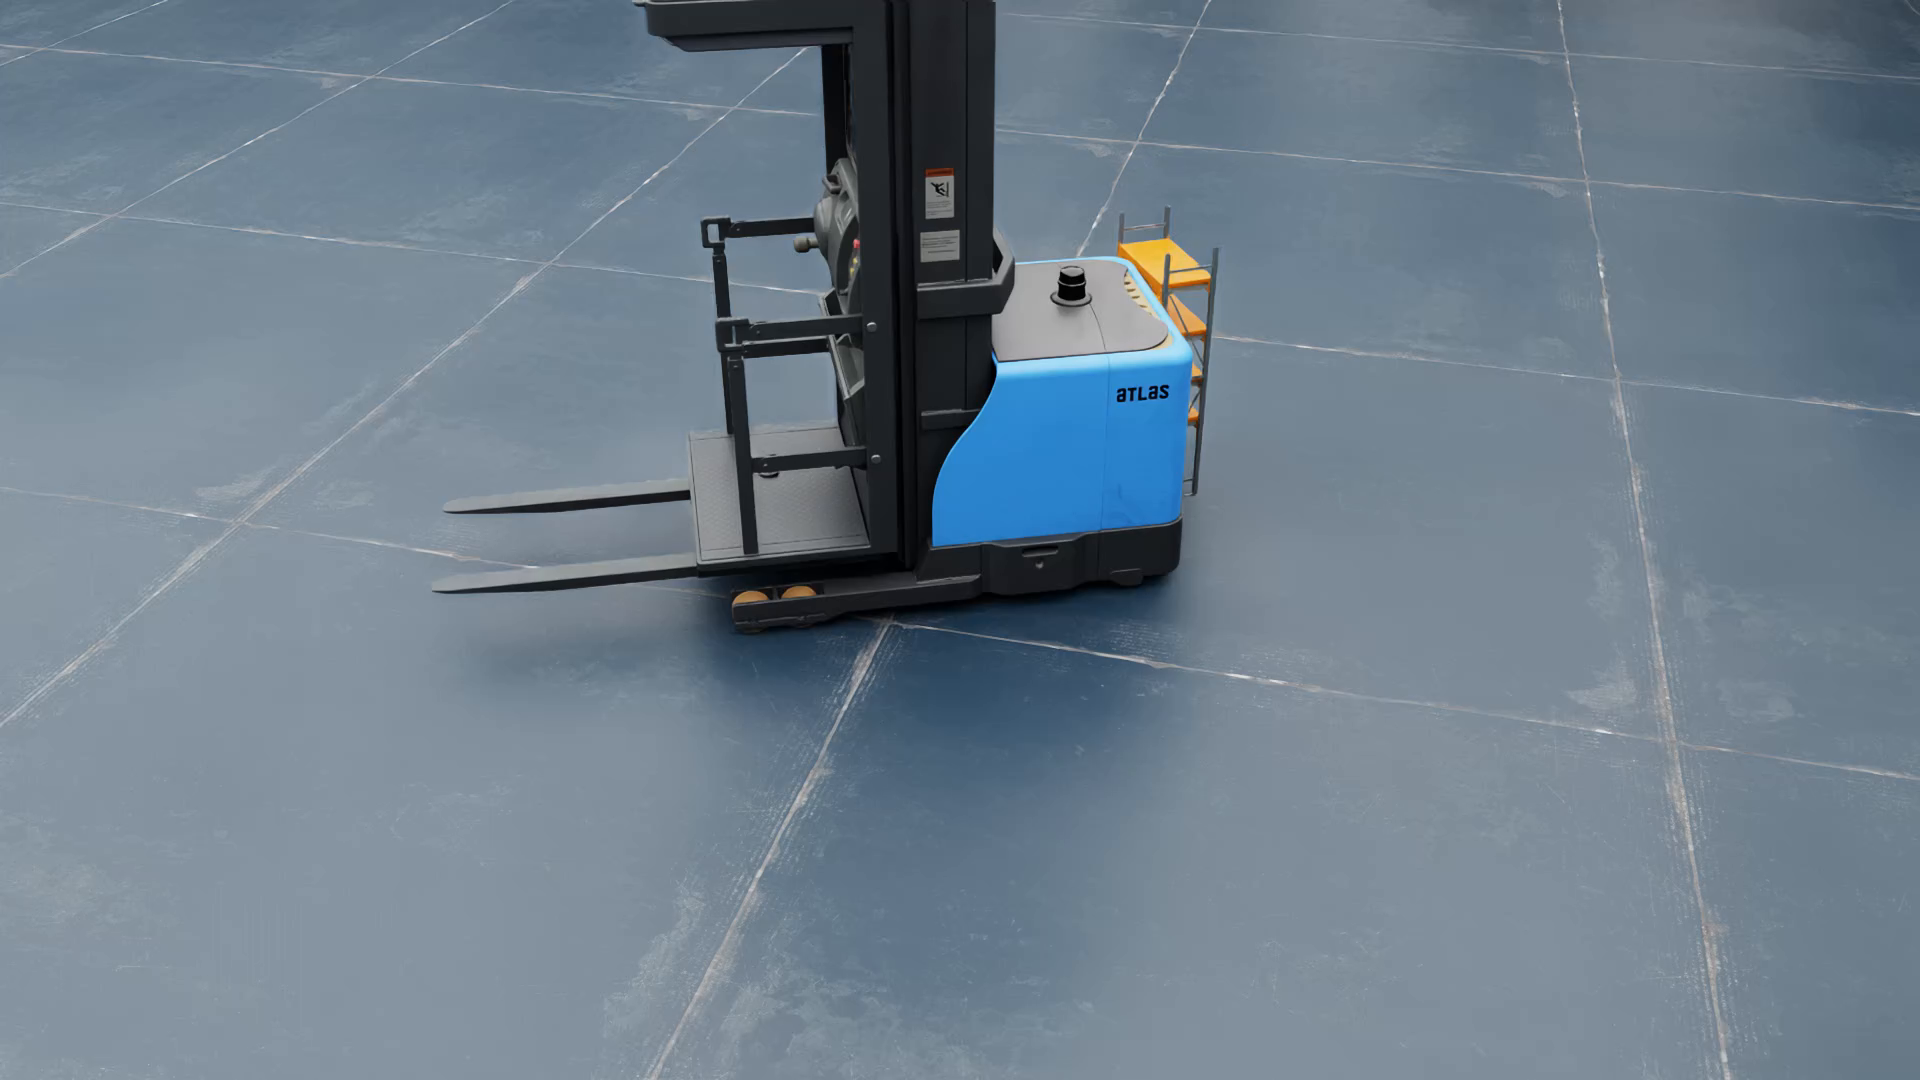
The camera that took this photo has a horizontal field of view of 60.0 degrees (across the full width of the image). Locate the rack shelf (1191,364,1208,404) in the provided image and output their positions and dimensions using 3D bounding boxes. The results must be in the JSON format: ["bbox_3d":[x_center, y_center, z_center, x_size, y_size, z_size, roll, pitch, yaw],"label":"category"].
[{"bbox_3d":[0.887,-0.762,7.455,0.258,0.148,0.480,-10,34,-15],"label":"rack shelf"}]

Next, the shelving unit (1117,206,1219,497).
[{"bbox_3d":[0.887,-0.819,7.419,0.258,1.200,0.503,-10,34,-15],"label":"shelving unit"}]

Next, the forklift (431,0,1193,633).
[{"bbox_3d":[-0.647,-1.173,6.363,3.031,2.935,1.130,-6,33,-9],"label":"forklift"}]

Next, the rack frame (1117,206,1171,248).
[{"bbox_3d":[0.811,-0.943,7.615,0.240,1.200,0.015,-10,34,-15],"label":"rack frame"}]

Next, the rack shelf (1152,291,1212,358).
[{"bbox_3d":[0.888,-0.951,7.335,0.258,0.148,0.480,-10,34,-15],"label":"rack shelf"}]

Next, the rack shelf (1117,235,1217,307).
[{"bbox_3d":[0.888,-1.150,7.209,0.258,0.148,0.480,-10,34,-15],"label":"rack shelf"}]

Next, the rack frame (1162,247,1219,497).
[{"bbox_3d":[0.964,-0.694,7.224,0.240,1.200,0.015,-10,34,-15],"label":"rack frame"}]

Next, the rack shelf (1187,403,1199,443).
[{"bbox_3d":[0.887,-0.594,7.562,0.258,0.148,0.480,-10,34,-15],"label":"rack shelf"}]
